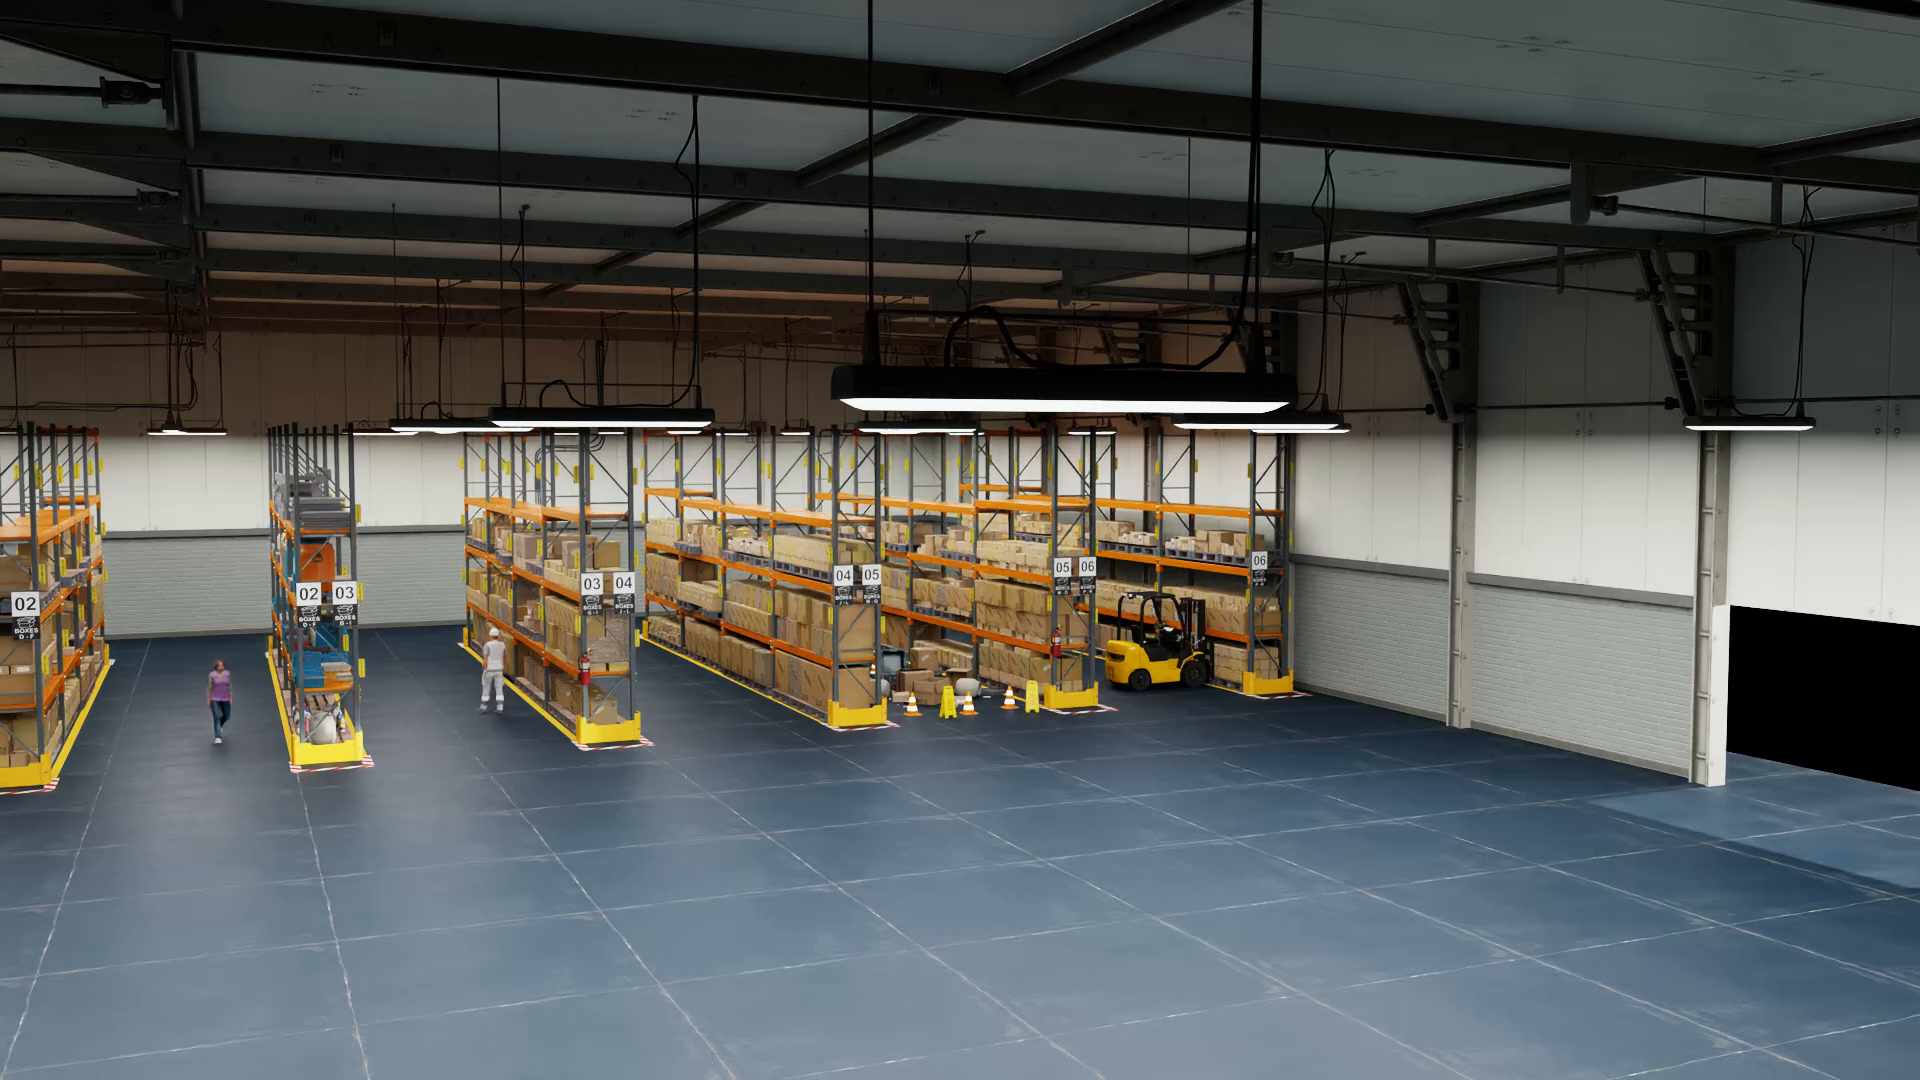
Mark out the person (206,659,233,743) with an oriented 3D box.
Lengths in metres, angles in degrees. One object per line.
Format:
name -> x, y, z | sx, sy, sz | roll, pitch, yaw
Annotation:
person -> -13.985, 3.015, 31.400 | 0.454, 1.557, 0.828 | -3, 5, -40

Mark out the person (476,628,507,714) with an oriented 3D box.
person -> -9.699, 2.713, 34.592 | 0.560, 1.759, 0.861 | -2, 4, -32
